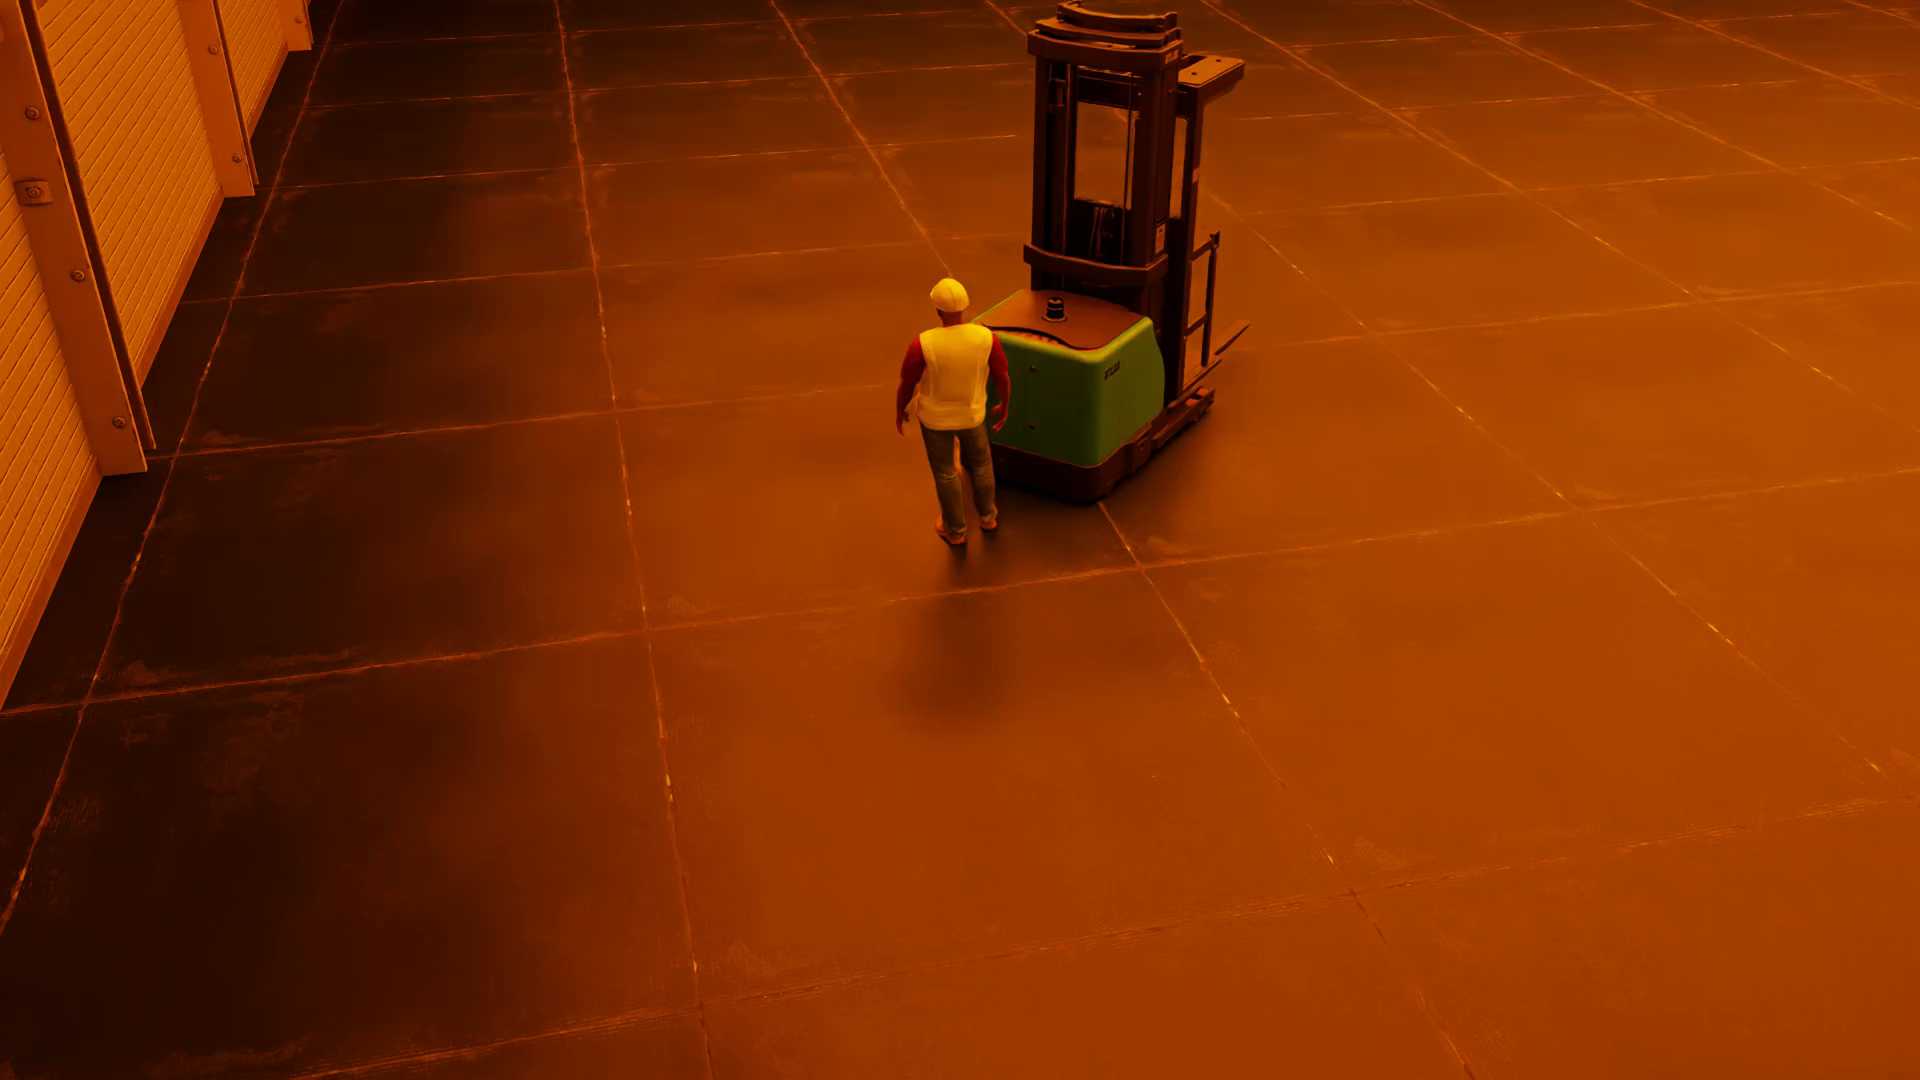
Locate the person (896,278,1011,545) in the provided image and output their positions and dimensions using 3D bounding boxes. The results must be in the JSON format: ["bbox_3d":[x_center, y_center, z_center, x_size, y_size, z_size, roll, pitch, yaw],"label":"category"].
[{"bbox_3d":[-0.055,-0.805,10.151,0.689,1.753,0.573,-5,30,-9],"label":"person"}]

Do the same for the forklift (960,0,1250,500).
[{"bbox_3d":[1.198,-2.229,11.425,1.130,2.935,3.031,17,34,27],"label":"forklift"}]
